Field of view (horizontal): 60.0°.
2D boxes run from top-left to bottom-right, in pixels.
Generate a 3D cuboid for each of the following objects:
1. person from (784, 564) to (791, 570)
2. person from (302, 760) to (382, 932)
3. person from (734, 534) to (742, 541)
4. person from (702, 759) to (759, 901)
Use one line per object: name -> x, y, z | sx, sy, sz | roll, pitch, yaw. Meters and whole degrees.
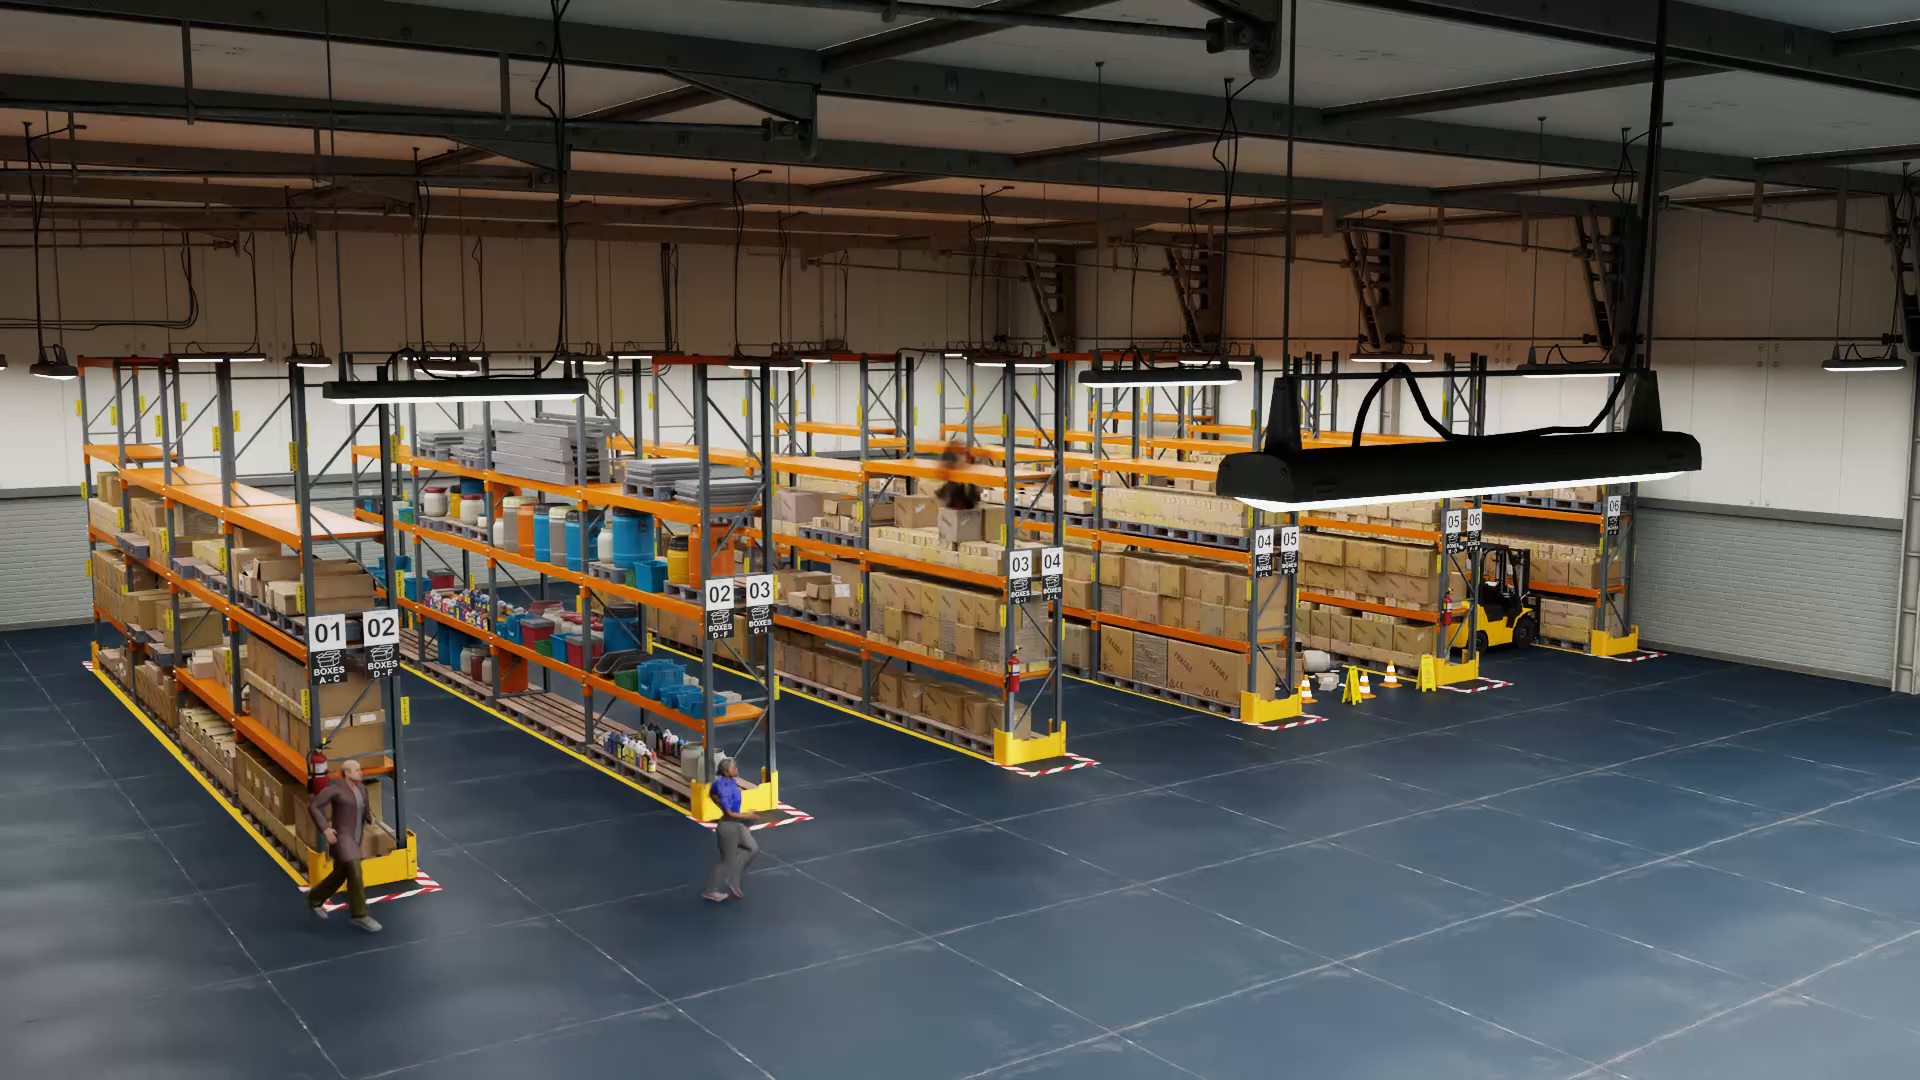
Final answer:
person -> -3.591, 1.326, 34.825 | 0.505, 1.631, 0.717 | -6, 9, -43
person -> -6.649, 3.271, 18.039 | 1.019, 1.768, 0.705 | 1, 7, 12
person -> -5.473, 0.603, 40.288 | 0.634, 1.643, 0.904 | 2, 7, 20
person -> -2.588, 3.264, 18.742 | 0.656, 1.651, 0.553 | -1, 7, -5
